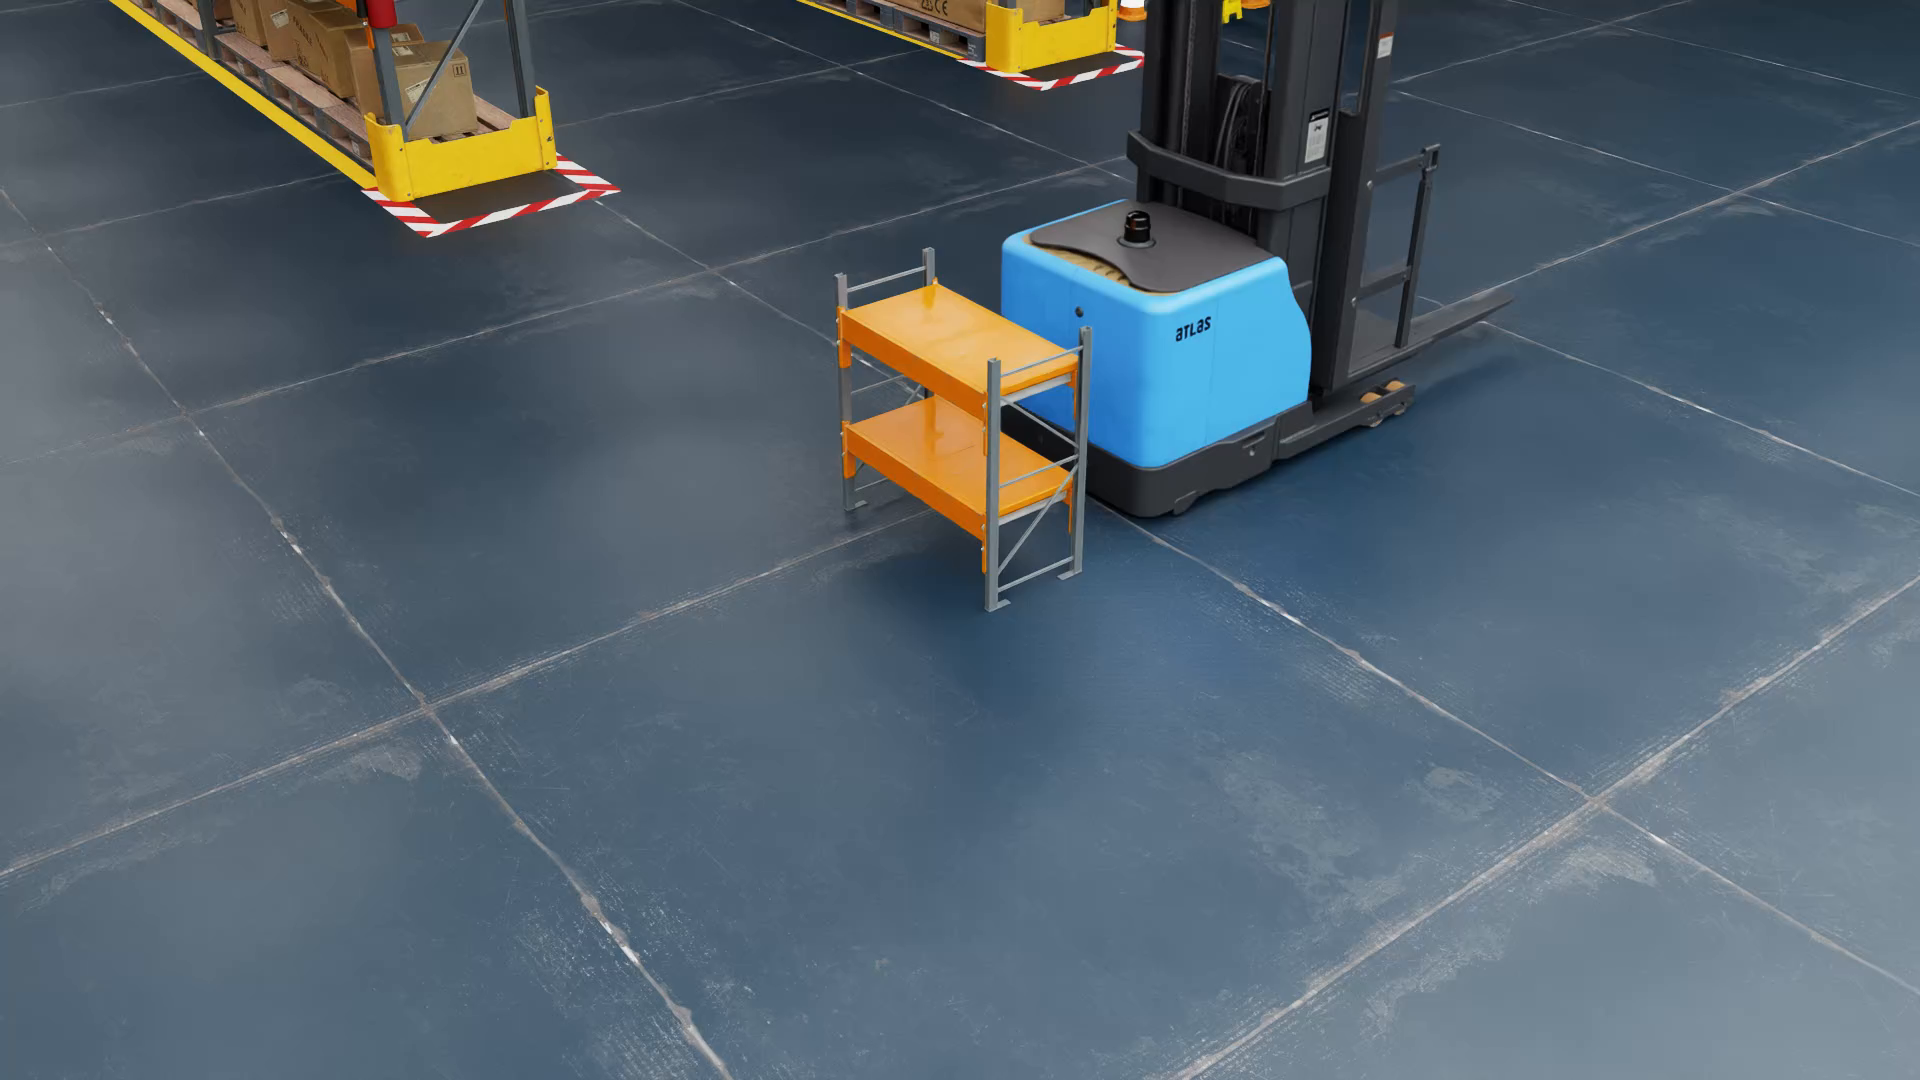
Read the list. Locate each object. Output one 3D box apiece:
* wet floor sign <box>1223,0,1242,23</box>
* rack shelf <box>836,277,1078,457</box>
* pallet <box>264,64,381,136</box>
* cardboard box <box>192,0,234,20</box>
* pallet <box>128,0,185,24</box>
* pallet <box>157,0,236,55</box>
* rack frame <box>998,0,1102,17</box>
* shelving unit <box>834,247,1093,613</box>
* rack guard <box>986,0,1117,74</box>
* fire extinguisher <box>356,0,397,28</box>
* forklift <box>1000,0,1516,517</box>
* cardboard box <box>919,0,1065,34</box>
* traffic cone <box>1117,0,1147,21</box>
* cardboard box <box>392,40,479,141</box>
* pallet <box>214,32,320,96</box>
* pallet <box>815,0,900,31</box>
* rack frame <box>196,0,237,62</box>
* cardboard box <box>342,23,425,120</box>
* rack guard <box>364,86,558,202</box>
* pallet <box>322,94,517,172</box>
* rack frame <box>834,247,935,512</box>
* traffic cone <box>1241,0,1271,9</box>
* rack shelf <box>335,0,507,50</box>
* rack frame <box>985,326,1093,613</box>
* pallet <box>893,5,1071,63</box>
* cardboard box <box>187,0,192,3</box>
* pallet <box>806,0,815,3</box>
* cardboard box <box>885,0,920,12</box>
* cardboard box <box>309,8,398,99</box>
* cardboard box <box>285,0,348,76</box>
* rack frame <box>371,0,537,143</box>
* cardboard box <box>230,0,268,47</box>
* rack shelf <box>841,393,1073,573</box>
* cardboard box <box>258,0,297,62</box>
[{"bbox_3d":[2.315,-4.869,14.477,0.232,0.644,0.267,26,40,35],"label":"wet floor sign"},{"bbox_3d":[-0.004,-0.729,6.803,0.538,0.278,1.000,-22,38,-31],"label":"rack shelf"},{"bbox_3d":[-4.508,-3.383,12.497,1.003,0.211,1.213,-22,38,-31],"label":"pallet"},{"bbox_3d":[-6.059,-4.733,13.979,0.700,0.500,0.500,-26,40,-35],"label":"cardboard box"},{"bbox_3d":[-6.931,-4.993,15.089,1.003,0.211,1.213,-22,38,-31],"label":"pallet"},{"bbox_3d":[-6.178,-4.484,14.270,1.003,0.211,1.213,-22,38,-31],"label":"pallet"},{"bbox_3d":[0.733,-5.240,12.844,1.000,3.000,0.127,-22,38,-31],"label":"rack frame"},{"bbox_3d":[-0.004,-0.481,6.958,0.538,1.125,1.048,-22,38,-31],"label":"shelving unit"},{"bbox_3d":[0.748,-4.168,13.488,1.175,0.500,0.348,-22,38,-31],"label":"rack guard"},{"bbox_3d":[-3.541,-3.448,10.032,0.296,0.674,0.183,-22,38,-31],"label":"fire extinguisher"},{"bbox_3d":[1.621,-1.988,7.672,3.031,2.935,1.130,-24,39,-33],"label":"forklift"},{"bbox_3d":[0.265,-4.777,13.715,0.875,0.875,0.875,-22,38,-31],"label":"cardboard box"},{"bbox_3d":[1.529,-4.843,14.610,0.336,0.463,0.334,-22,38,-31],"label":"traffic cone"},{"bbox_3d":[-3.617,-3.060,11.305,0.500,0.500,0.500,-15,35,-23],"label":"cardboard box"},{"bbox_3d":[-5.260,-3.892,13.316,1.003,0.211,1.213,-22,38,-31],"label":"pallet"},{"bbox_3d":[-0.563,-4.872,14.894,1.003,0.211,1.213,-22,38,-31],"label":"pallet"},{"bbox_3d":[-5.700,-5.345,13.012,1.000,3.000,0.127,-22,38,-31],"label":"rack frame"},{"bbox_3d":[-4.010,-3.298,11.688,0.500,0.500,0.500,-12,34,-19],"label":"cardboard box"},{"bbox_3d":[-3.294,-2.648,11.039,1.175,0.500,0.348,-22,38,-31],"label":"rack guard"},{"bbox_3d":[-3.764,-2.875,11.679,1.003,0.211,1.213,-22,38,-31],"label":"pallet"},{"bbox_3d":[-0.316,-0.693,7.299,0.500,1.125,0.032,-22,38,-31],"label":"rack frame"},{"bbox_3d":[2.630,-5.067,14.970,0.336,0.463,0.334,-22,38,-31],"label":"traffic cone"},{"bbox_3d":[-4.473,-4.206,11.860,1.077,0.370,4.000,-22,38,-31],"label":"rack shelf"},{"bbox_3d":[0.308,-0.269,6.617,0.500,1.125,0.032,-22,38,-31],"label":"rack frame"},{"bbox_3d":[0.181,-4.364,14.076,1.003,0.211,1.213,-22,38,-31],"label":"pallet"},{"bbox_3d":[-6.337,-4.938,14.309,0.700,0.500,0.500,-23,38,-32],"label":"cardboard box"},{"bbox_3d":[-1.315,-5.381,15.713,1.003,0.211,1.213,-22,38,-31],"label":"pallet"},{"bbox_3d":[-0.276,-5.143,14.304,0.875,0.875,0.875,-23,39,-32],"label":"cardboard box"},{"bbox_3d":[-4.379,-3.565,12.118,0.500,0.500,0.500,-19,36,-27],"label":"cardboard box"},{"bbox_3d":[-4.686,-3.812,12.516,0.500,0.500,0.500,-26,40,-35],"label":"cardboard box"},{"bbox_3d":[-3.247,-3.678,10.328,1.000,3.000,0.127,-22,38,-31],"label":"rack frame"},{"bbox_3d":[-5.486,-4.282,13.272,0.500,0.500,0.500,-24,39,-33],"label":"cardboard box"},{"bbox_3d":[-0.004,-0.273,7.087,0.538,0.278,1.000,-22,38,-31],"label":"rack shelf"},{"bbox_3d":[-5.129,-4.045,12.892,0.500,0.500,0.500,-11,33,-16],"label":"cardboard box"}]
